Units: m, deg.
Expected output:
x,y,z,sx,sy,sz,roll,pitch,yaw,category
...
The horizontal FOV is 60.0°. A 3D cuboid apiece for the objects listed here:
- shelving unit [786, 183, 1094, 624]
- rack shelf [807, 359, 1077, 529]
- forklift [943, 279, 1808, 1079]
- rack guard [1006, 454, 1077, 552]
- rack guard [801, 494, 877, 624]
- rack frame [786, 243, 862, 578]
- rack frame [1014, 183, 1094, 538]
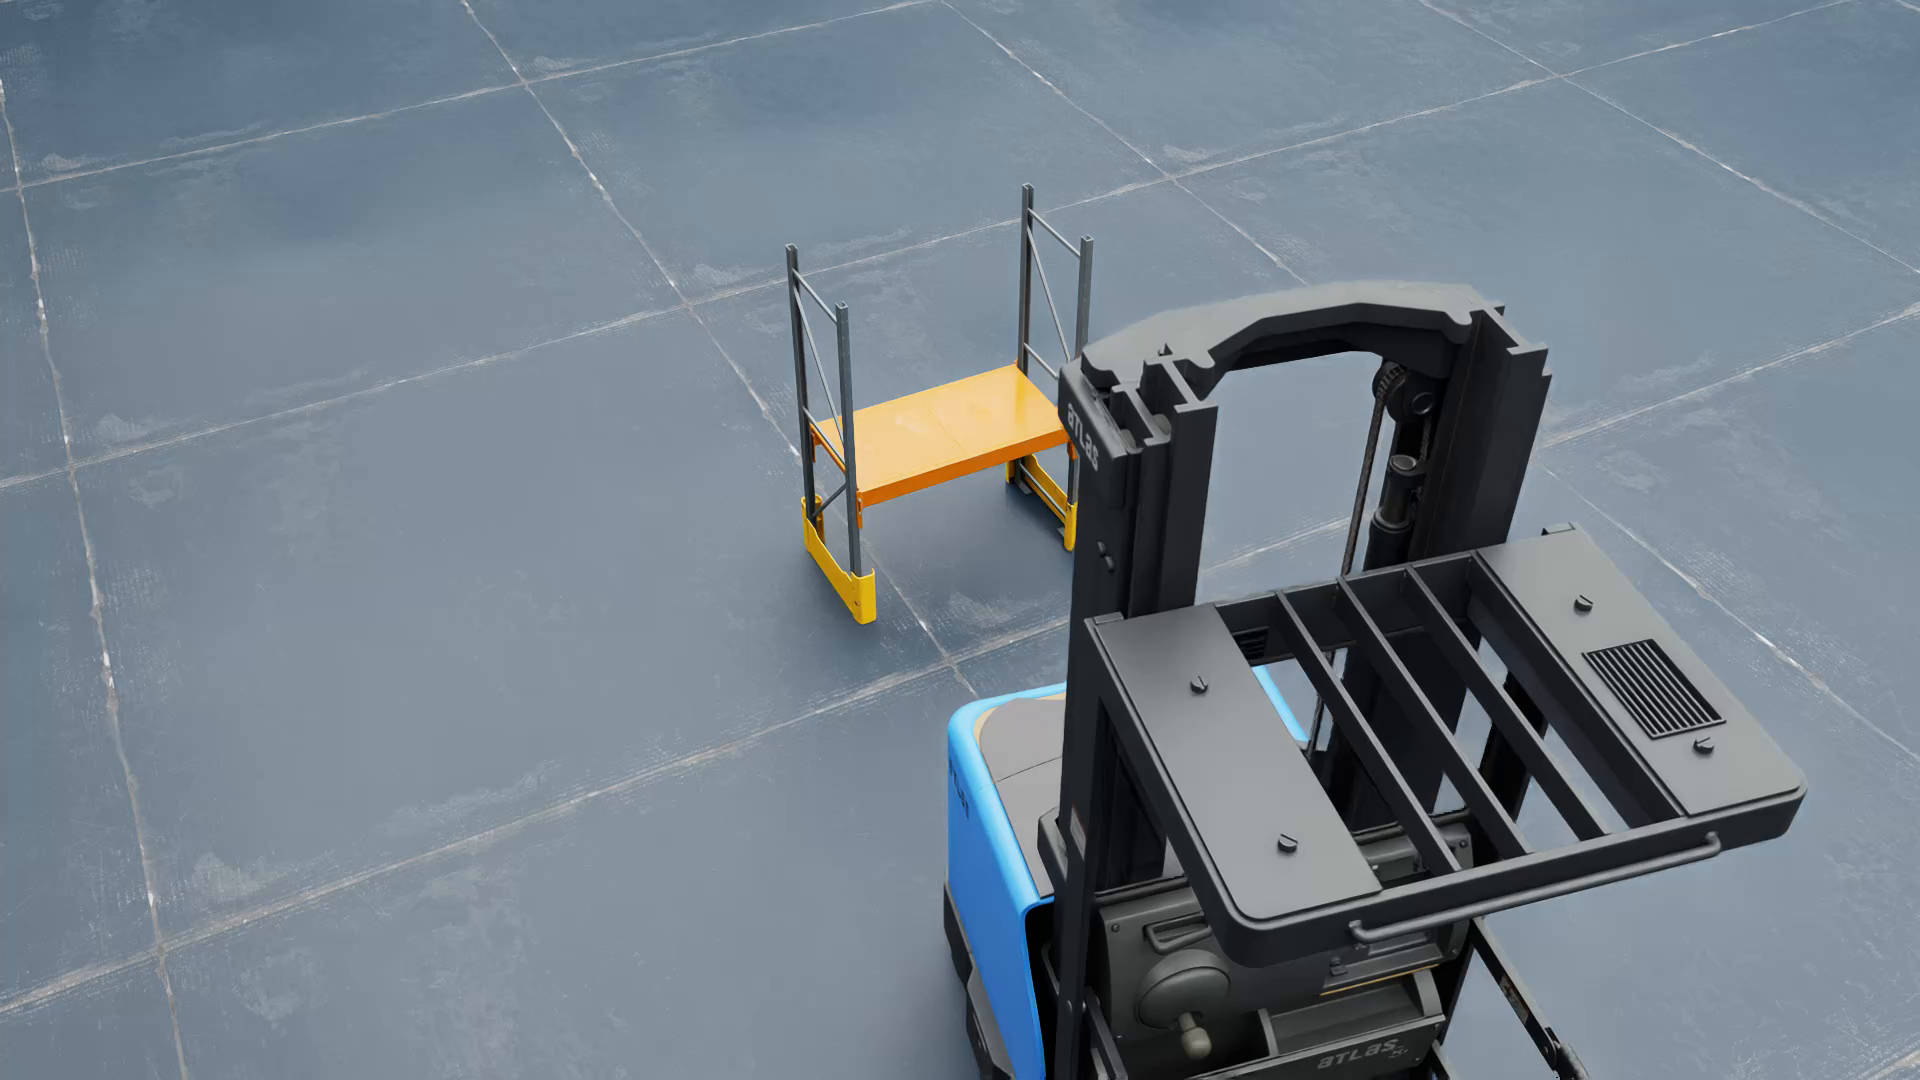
x,y,z,sx,sy,sz,roll,pitch,yaw,category
-0.068,-0.550,6.739,1.083,1.500,0.587,-19,44,-21,shelving unit
-0.076,-0.410,6.852,1.000,0.185,0.538,-19,44,-21,rack shelf
0.843,1.030,3.765,1.130,2.935,3.031,-11,41,-12,forklift
0.374,-0.221,7.318,0.087,0.250,0.587,-19,44,-21,rack guard
-0.509,0.076,6.967,0.087,0.250,0.587,-19,44,-21,rack guard
-0.527,-0.395,6.556,0.032,1.500,0.500,-19,44,-21,rack frame
0.375,-0.699,6.915,0.032,1.500,0.500,-19,44,-21,rack frame
